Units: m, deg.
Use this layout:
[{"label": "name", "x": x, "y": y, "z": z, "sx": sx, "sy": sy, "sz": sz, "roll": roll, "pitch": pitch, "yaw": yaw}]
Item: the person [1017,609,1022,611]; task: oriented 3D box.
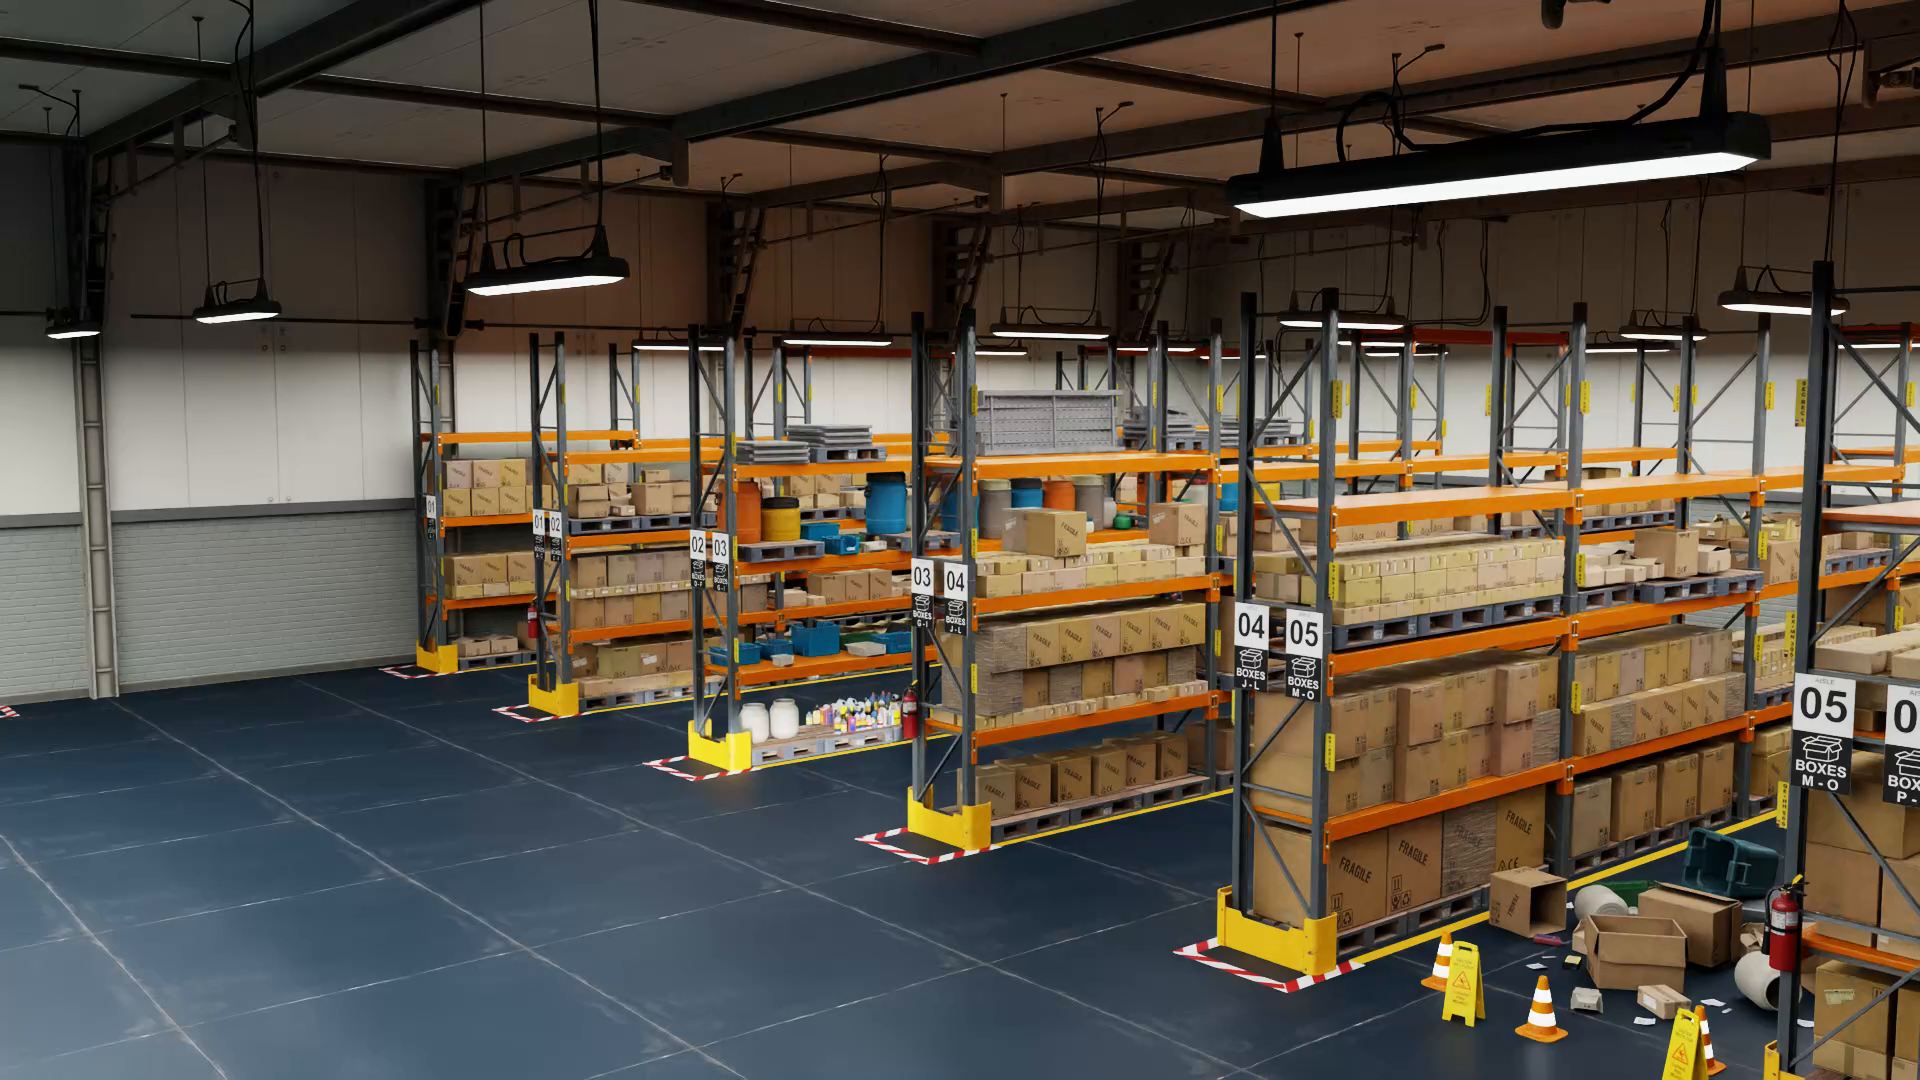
[{"label": "person", "x": 1.313, "y": 1.459, "z": 30.807, "sx": 1.077, "sy": 1.656, "sz": 0.551, "roll": -4, "pitch": 7, "yaw": -37}]
